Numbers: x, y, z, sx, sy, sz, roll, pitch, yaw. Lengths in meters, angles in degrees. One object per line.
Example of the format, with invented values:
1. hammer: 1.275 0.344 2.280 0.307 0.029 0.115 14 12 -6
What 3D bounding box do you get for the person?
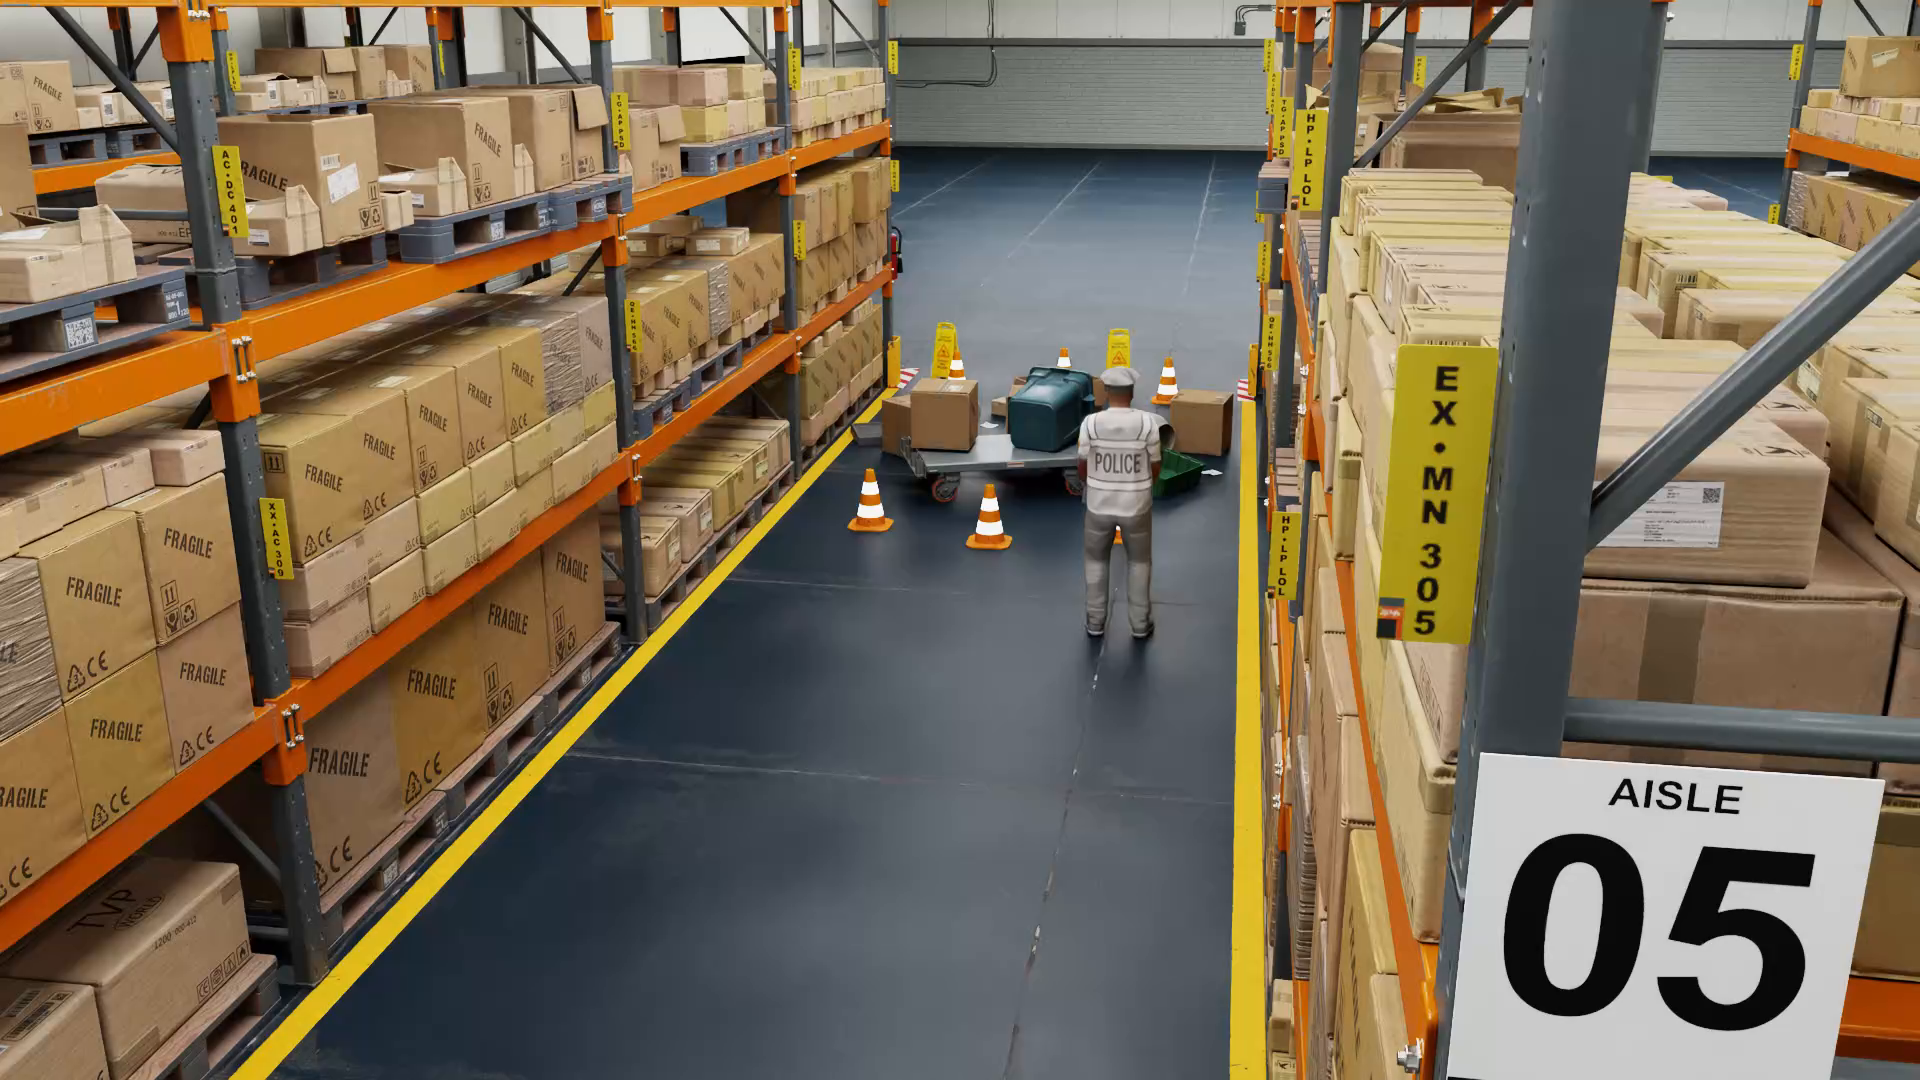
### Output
1. person: 1.026 -0.244 10.765 0.533 1.770 0.491 3 18 8
